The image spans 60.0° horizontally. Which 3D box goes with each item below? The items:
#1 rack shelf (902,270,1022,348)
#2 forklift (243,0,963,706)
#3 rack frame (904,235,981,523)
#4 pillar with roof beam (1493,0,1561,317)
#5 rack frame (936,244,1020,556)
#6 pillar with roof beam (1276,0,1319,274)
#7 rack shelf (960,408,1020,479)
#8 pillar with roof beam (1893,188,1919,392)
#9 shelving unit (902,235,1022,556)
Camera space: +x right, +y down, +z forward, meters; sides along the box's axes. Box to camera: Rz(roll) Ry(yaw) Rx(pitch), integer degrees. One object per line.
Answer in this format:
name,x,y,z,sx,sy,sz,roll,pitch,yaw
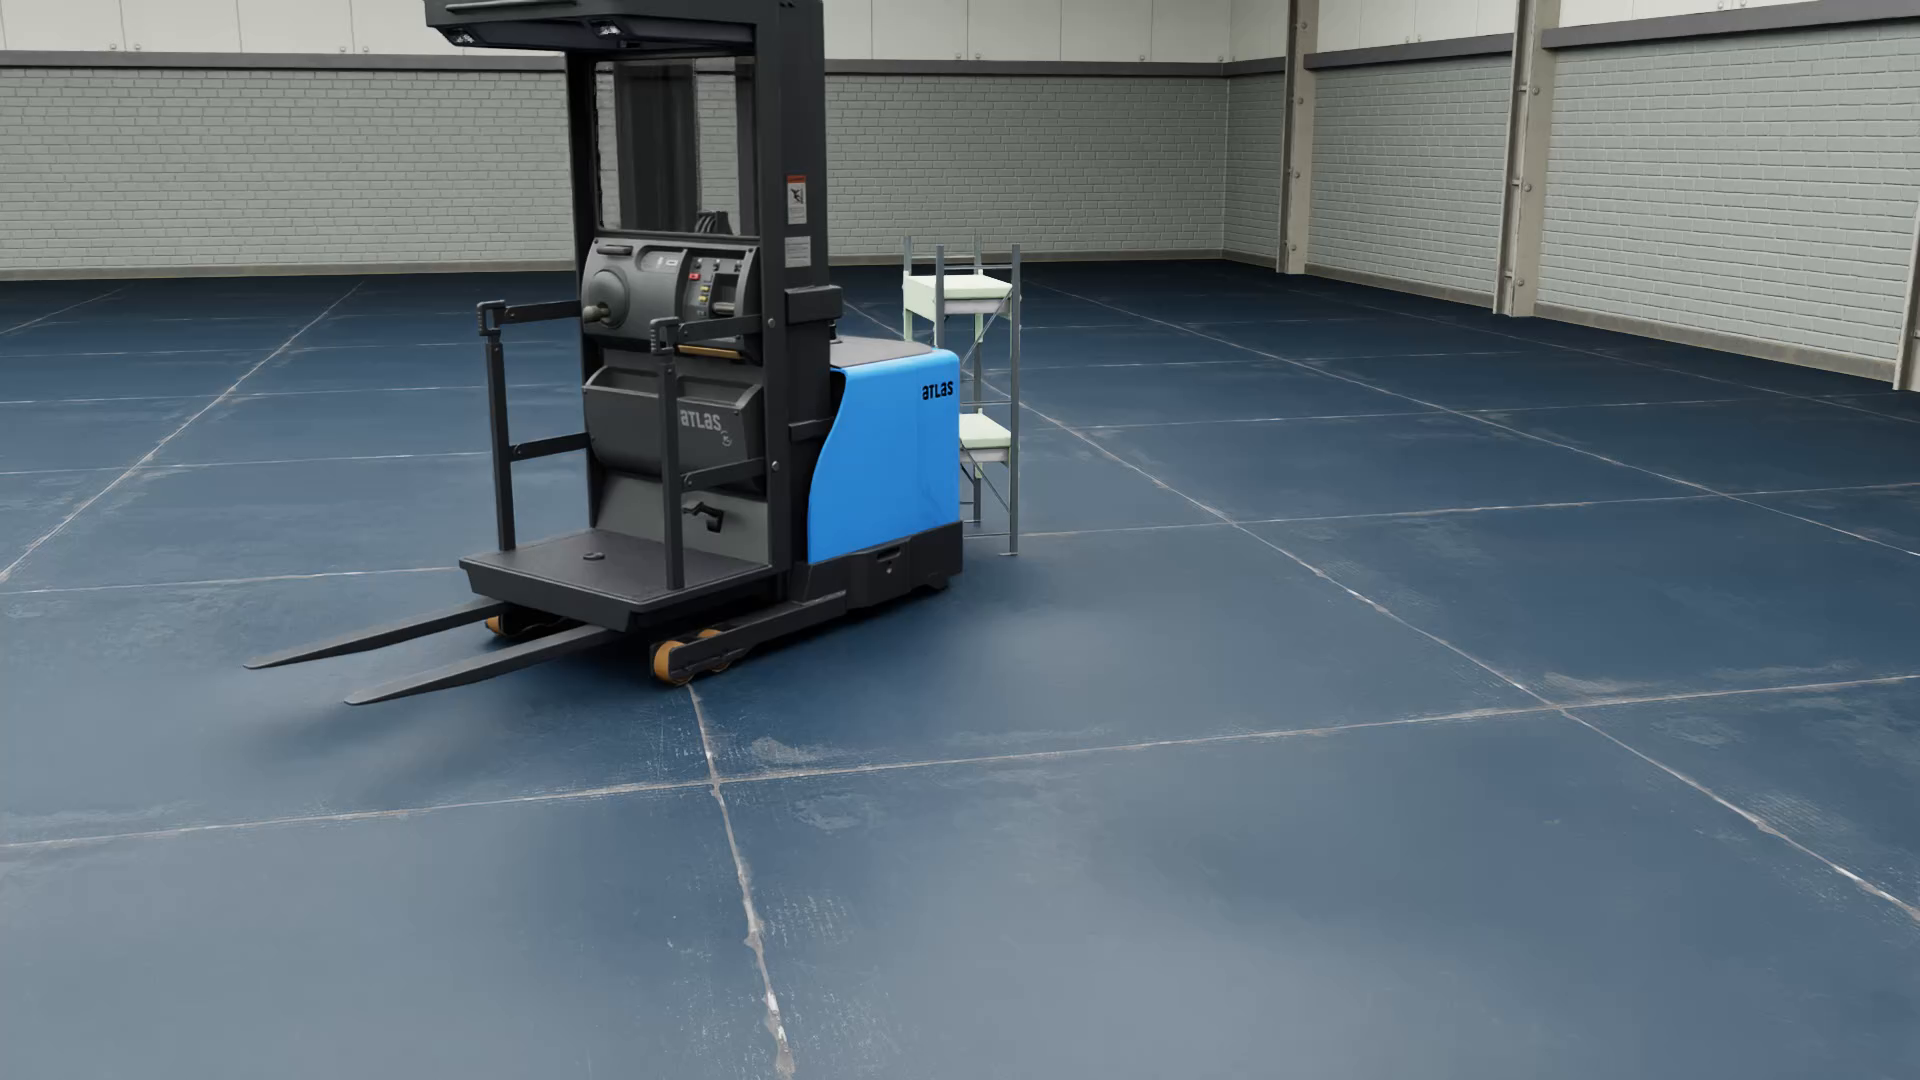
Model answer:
rack shelf,-0.002,-1.109,8.163,0.431,0.370,0.720,-3,14,-13
forklift,-1.284,-1.013,6.397,1.130,2.935,3.031,10,17,36
rack frame,-0.088,-0.815,8.601,0.400,1.500,0.023,-3,14,-13
pillar with roof beam,2.122,-6.698,16.881,9.100,9.000,0.400,-3,14,-13
rack frame,0.084,-0.646,7.910,0.400,1.500,0.023,-3,14,-13
pillar with roof beam,0.713,-8.082,22.547,9.100,9.000,0.400,-3,14,-13
rack shelf,-0.002,-0.413,8.333,0.431,0.370,0.720,-3,14,-13
pillar with roof beam,3.531,-5.314,11.215,9.100,9.000,0.400,-3,14,-13
shelving unit,-0.002,-0.730,8.255,0.431,1.500,0.755,-3,14,-13
